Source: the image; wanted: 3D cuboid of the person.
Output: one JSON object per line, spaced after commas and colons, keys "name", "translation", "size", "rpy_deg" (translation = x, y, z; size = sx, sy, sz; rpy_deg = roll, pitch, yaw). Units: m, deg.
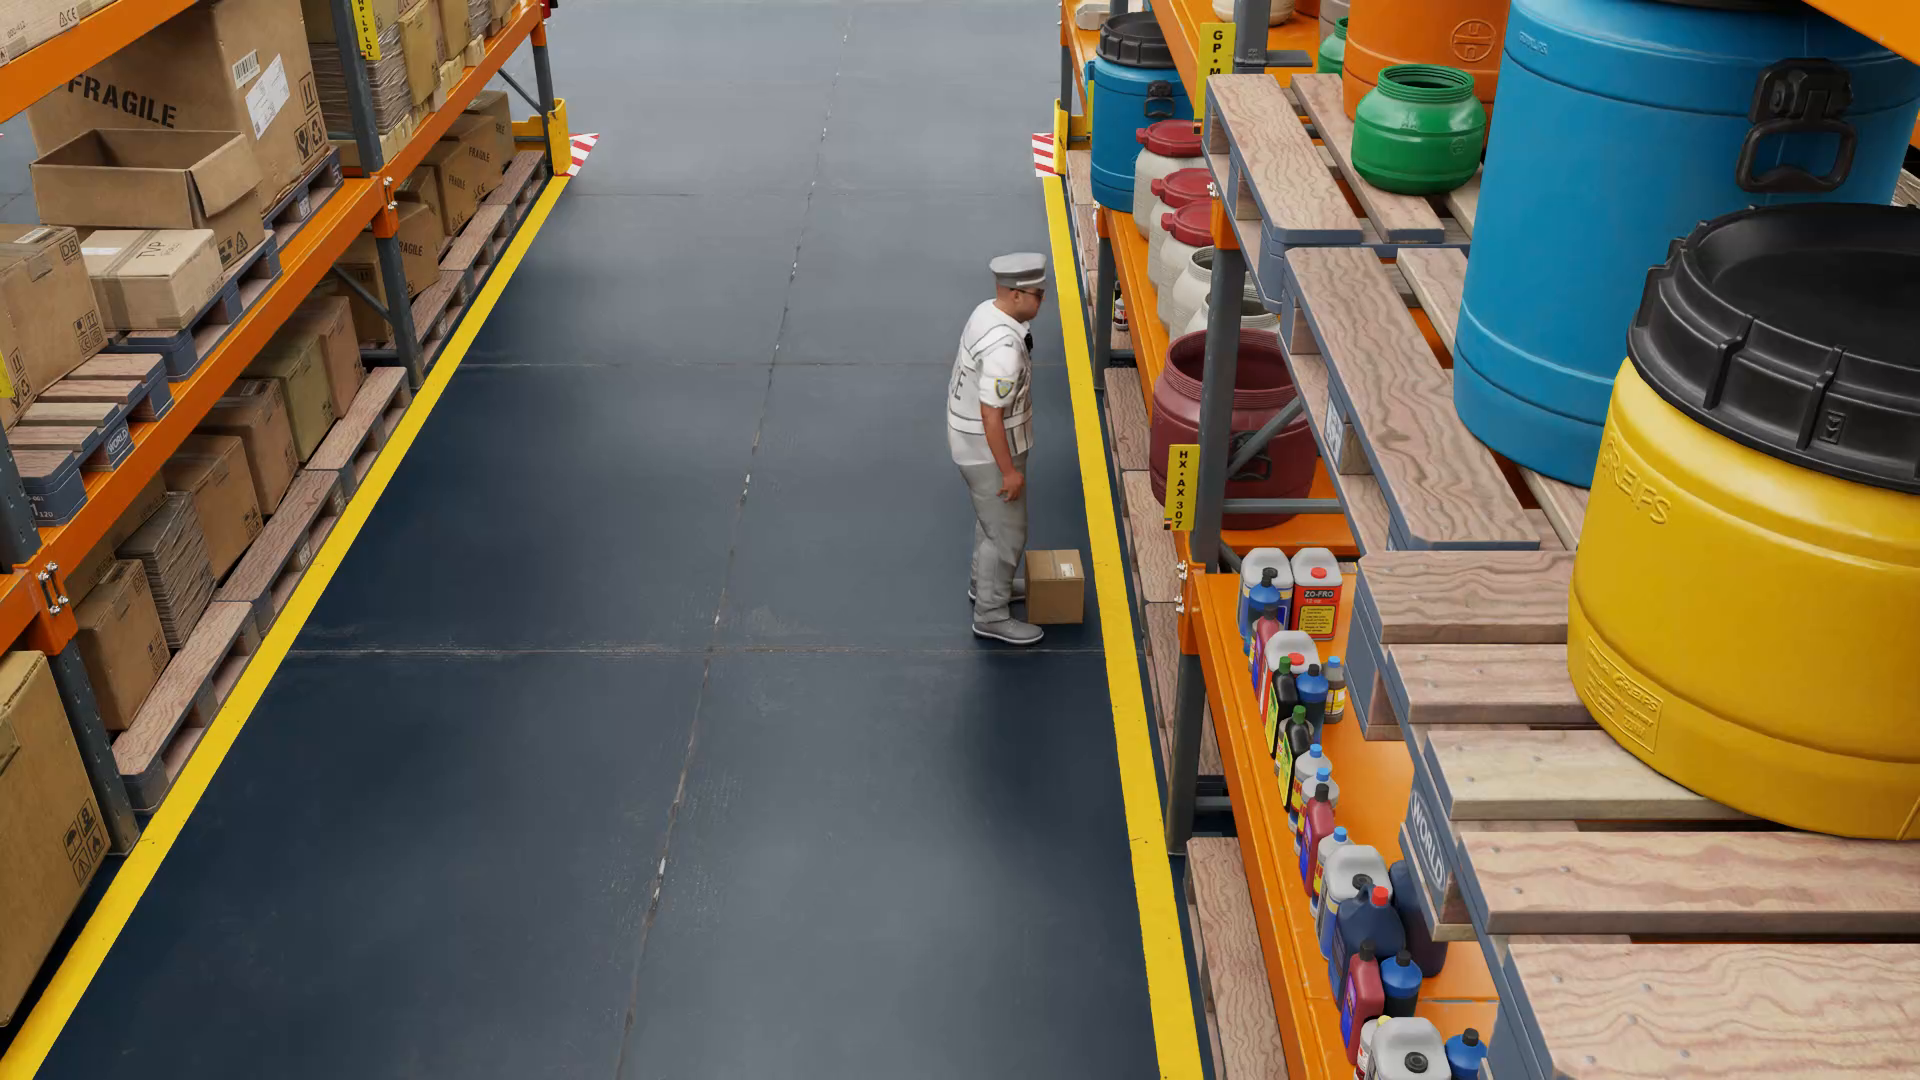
{"name": "person", "translation": [0.163, -0.416, 7.309], "size": [0.432, 1.748, 0.585], "rpy_deg": [0, 31, 0]}
